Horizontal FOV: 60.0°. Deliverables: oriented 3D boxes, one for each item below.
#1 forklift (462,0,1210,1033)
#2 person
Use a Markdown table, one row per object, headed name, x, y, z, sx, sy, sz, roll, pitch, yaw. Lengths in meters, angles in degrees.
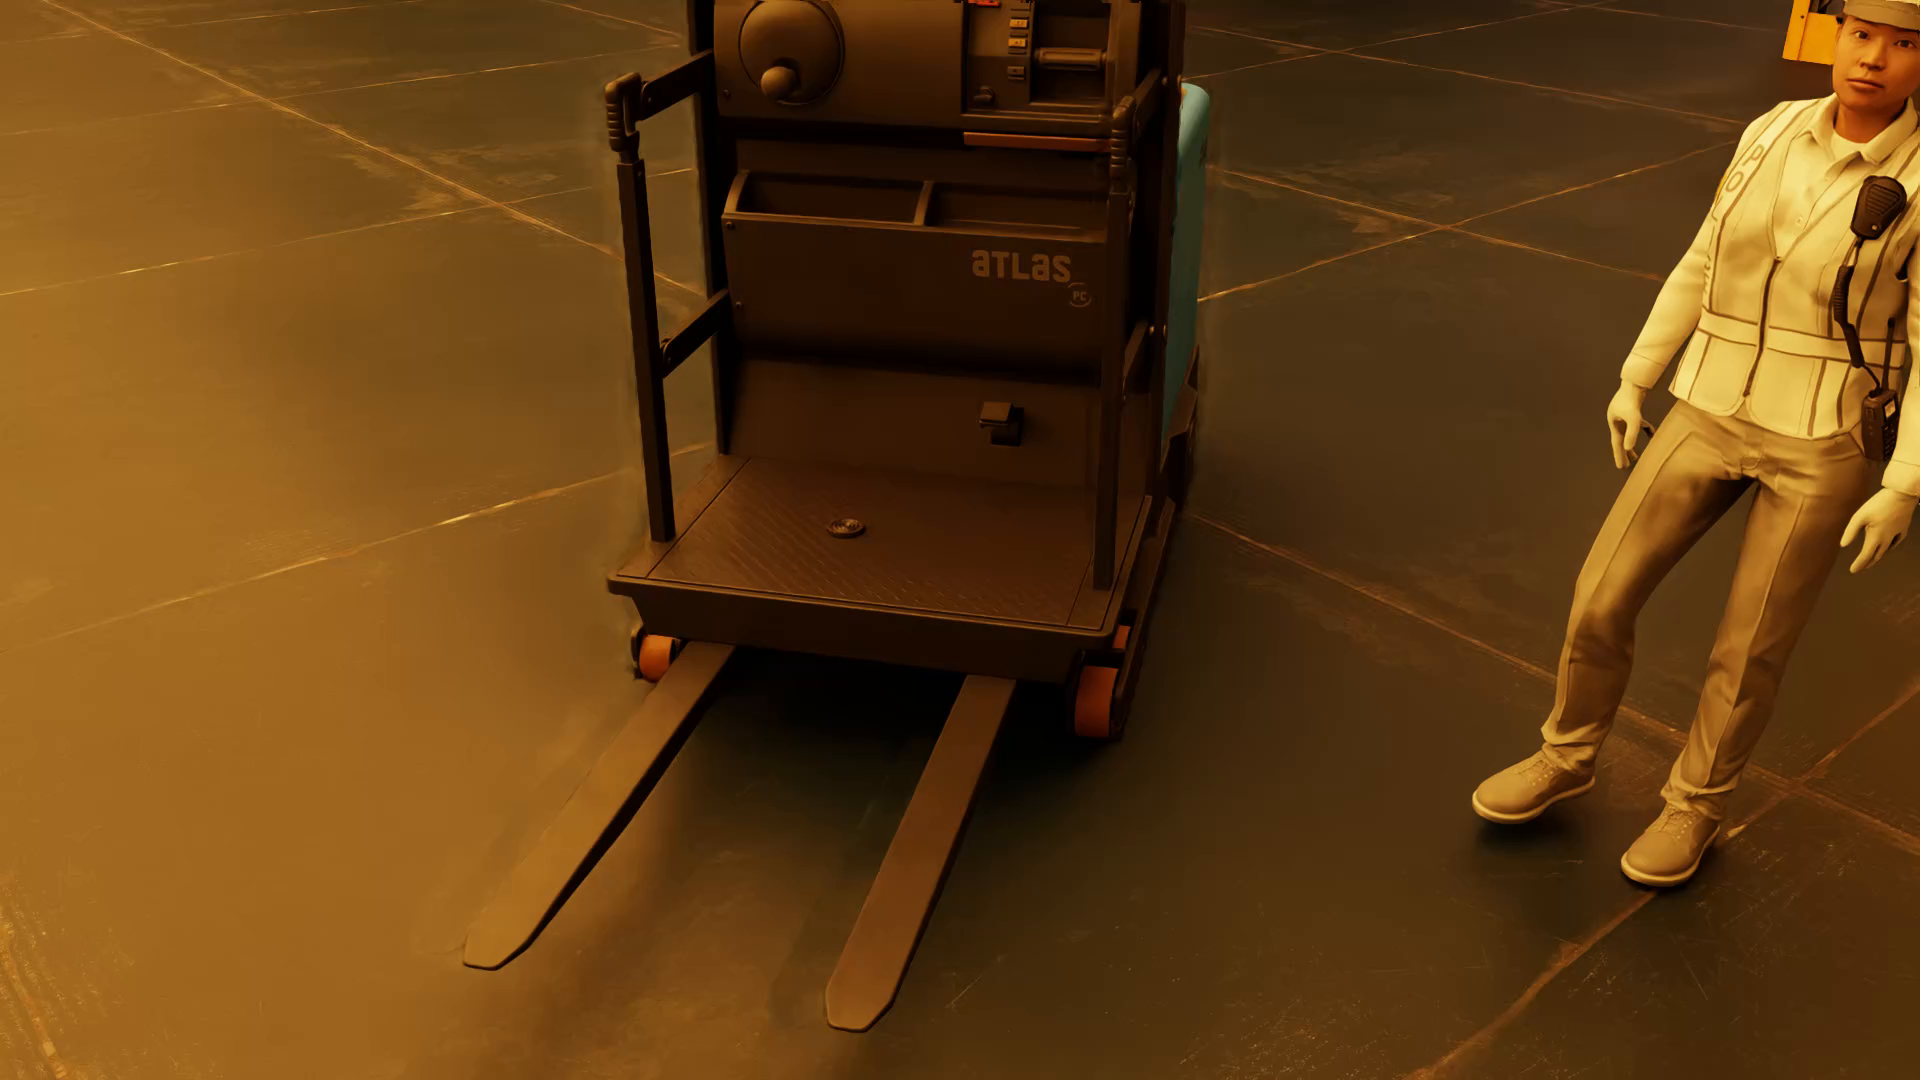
| name | x | y | z | sx | sy | sz | roll | pitch | yaw |
| --- | --- | --- | --- | --- | --- | --- | --- | --- | --- |
| forklift | -0.120 | -1.061 | 3.342 | 1.130 | 2.935 | 3.031 | 6 | 27 | 12 |
| person | 1.377 | -0.158 | 2.901 | 0.512 | 1.696 | 0.589 | -19 | 32 | -33 |
